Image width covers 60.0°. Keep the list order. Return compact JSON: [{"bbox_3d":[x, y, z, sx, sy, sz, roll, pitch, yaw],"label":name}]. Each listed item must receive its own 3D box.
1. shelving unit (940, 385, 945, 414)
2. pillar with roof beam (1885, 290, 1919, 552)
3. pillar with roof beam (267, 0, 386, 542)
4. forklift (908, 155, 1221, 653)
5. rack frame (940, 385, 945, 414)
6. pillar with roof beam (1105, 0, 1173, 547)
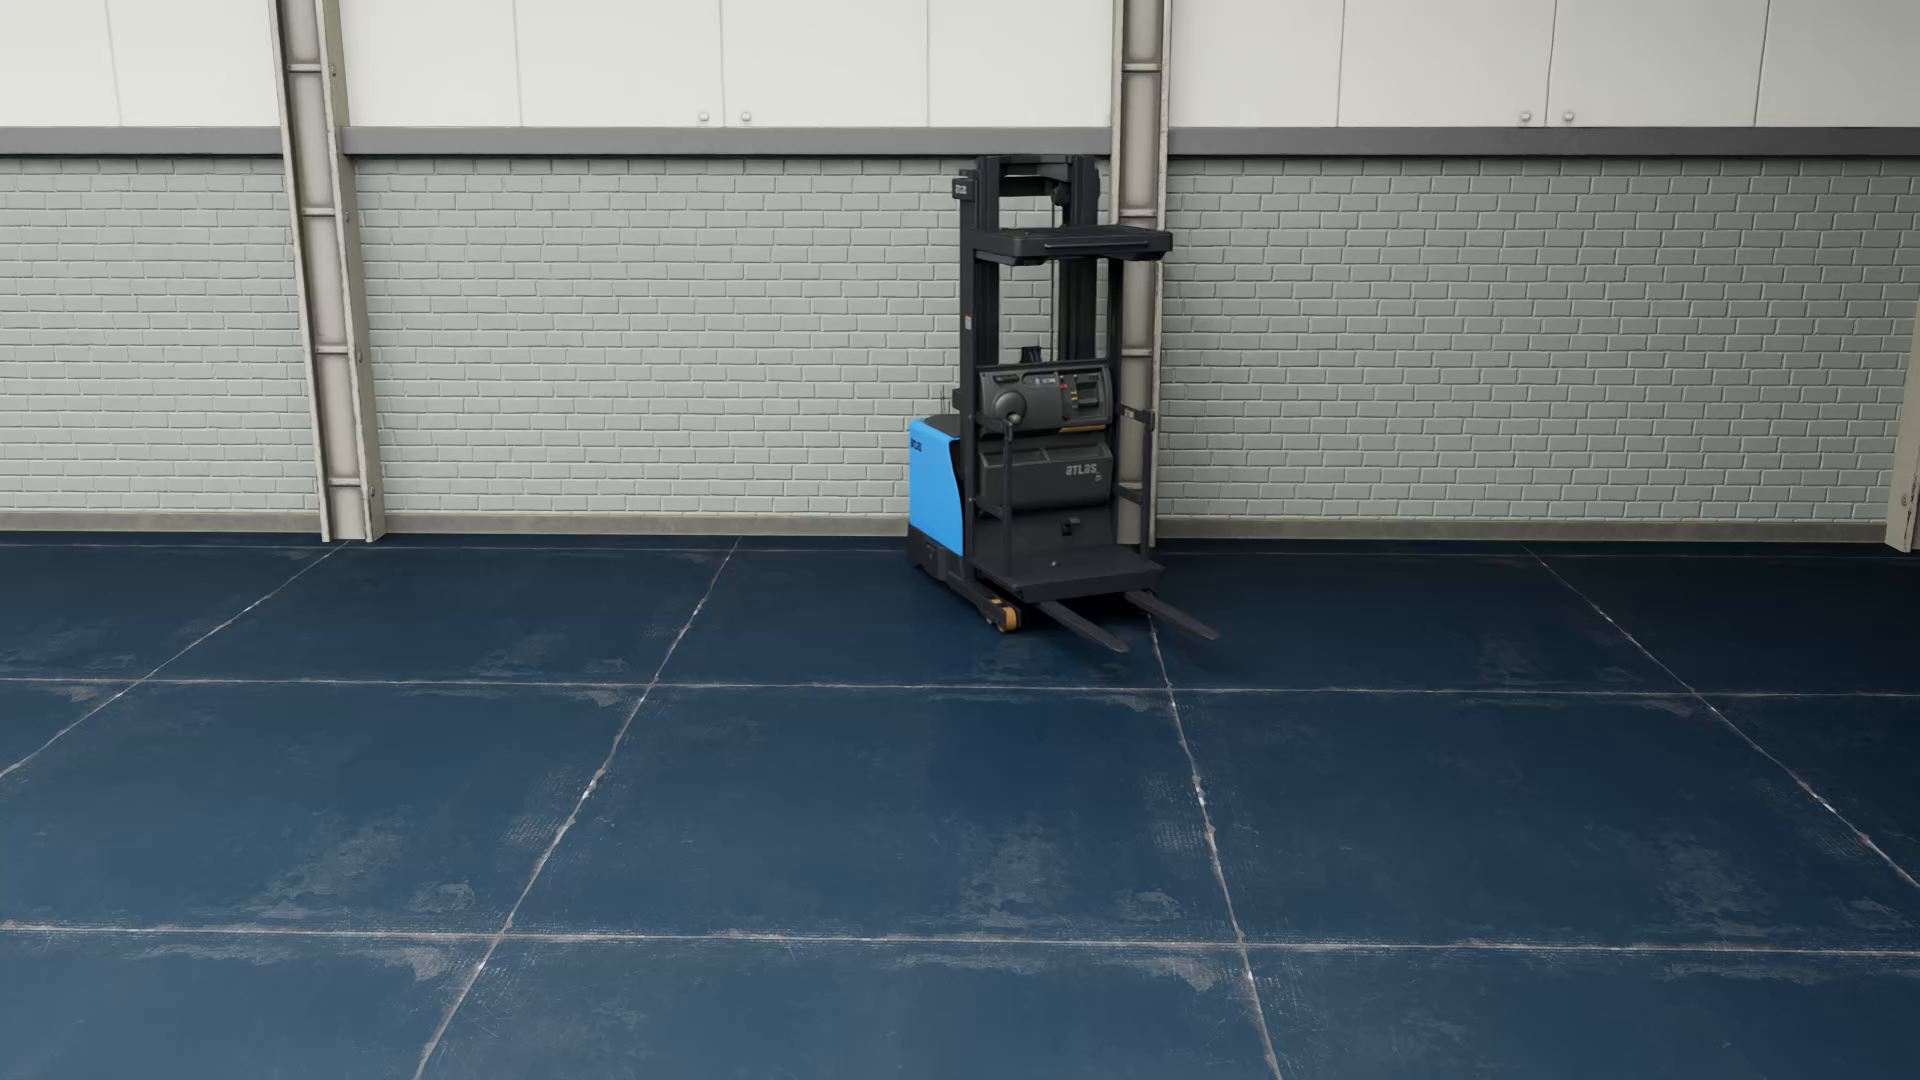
[{"bbox_3d":[-0.018,-0.569,12.630,0.189,1.200,0.258,-1,15,4],"label":"shelving unit"},{"bbox_3d":[7.180,-3.200,7.330,0.400,9.000,9.100,0,15,1],"label":"pillar with roof beam"},{"bbox_3d":[-4.816,-3.279,7.627,0.400,9.000,9.100,0,15,1],"label":"pillar with roof beam"},{"bbox_3d":[0.651,-0.950,10.694,1.130,2.935,3.031,-6,16,-22],"label":"forklift"},{"bbox_3d":[-0.109,-0.567,12.637,0.006,1.200,0.240,-1,15,4],"label":"rack frame"},{"bbox_3d":[1.182,-3.239,7.479,0.400,9.000,9.100,0,15,1],"label":"pillar with roof beam"}]
